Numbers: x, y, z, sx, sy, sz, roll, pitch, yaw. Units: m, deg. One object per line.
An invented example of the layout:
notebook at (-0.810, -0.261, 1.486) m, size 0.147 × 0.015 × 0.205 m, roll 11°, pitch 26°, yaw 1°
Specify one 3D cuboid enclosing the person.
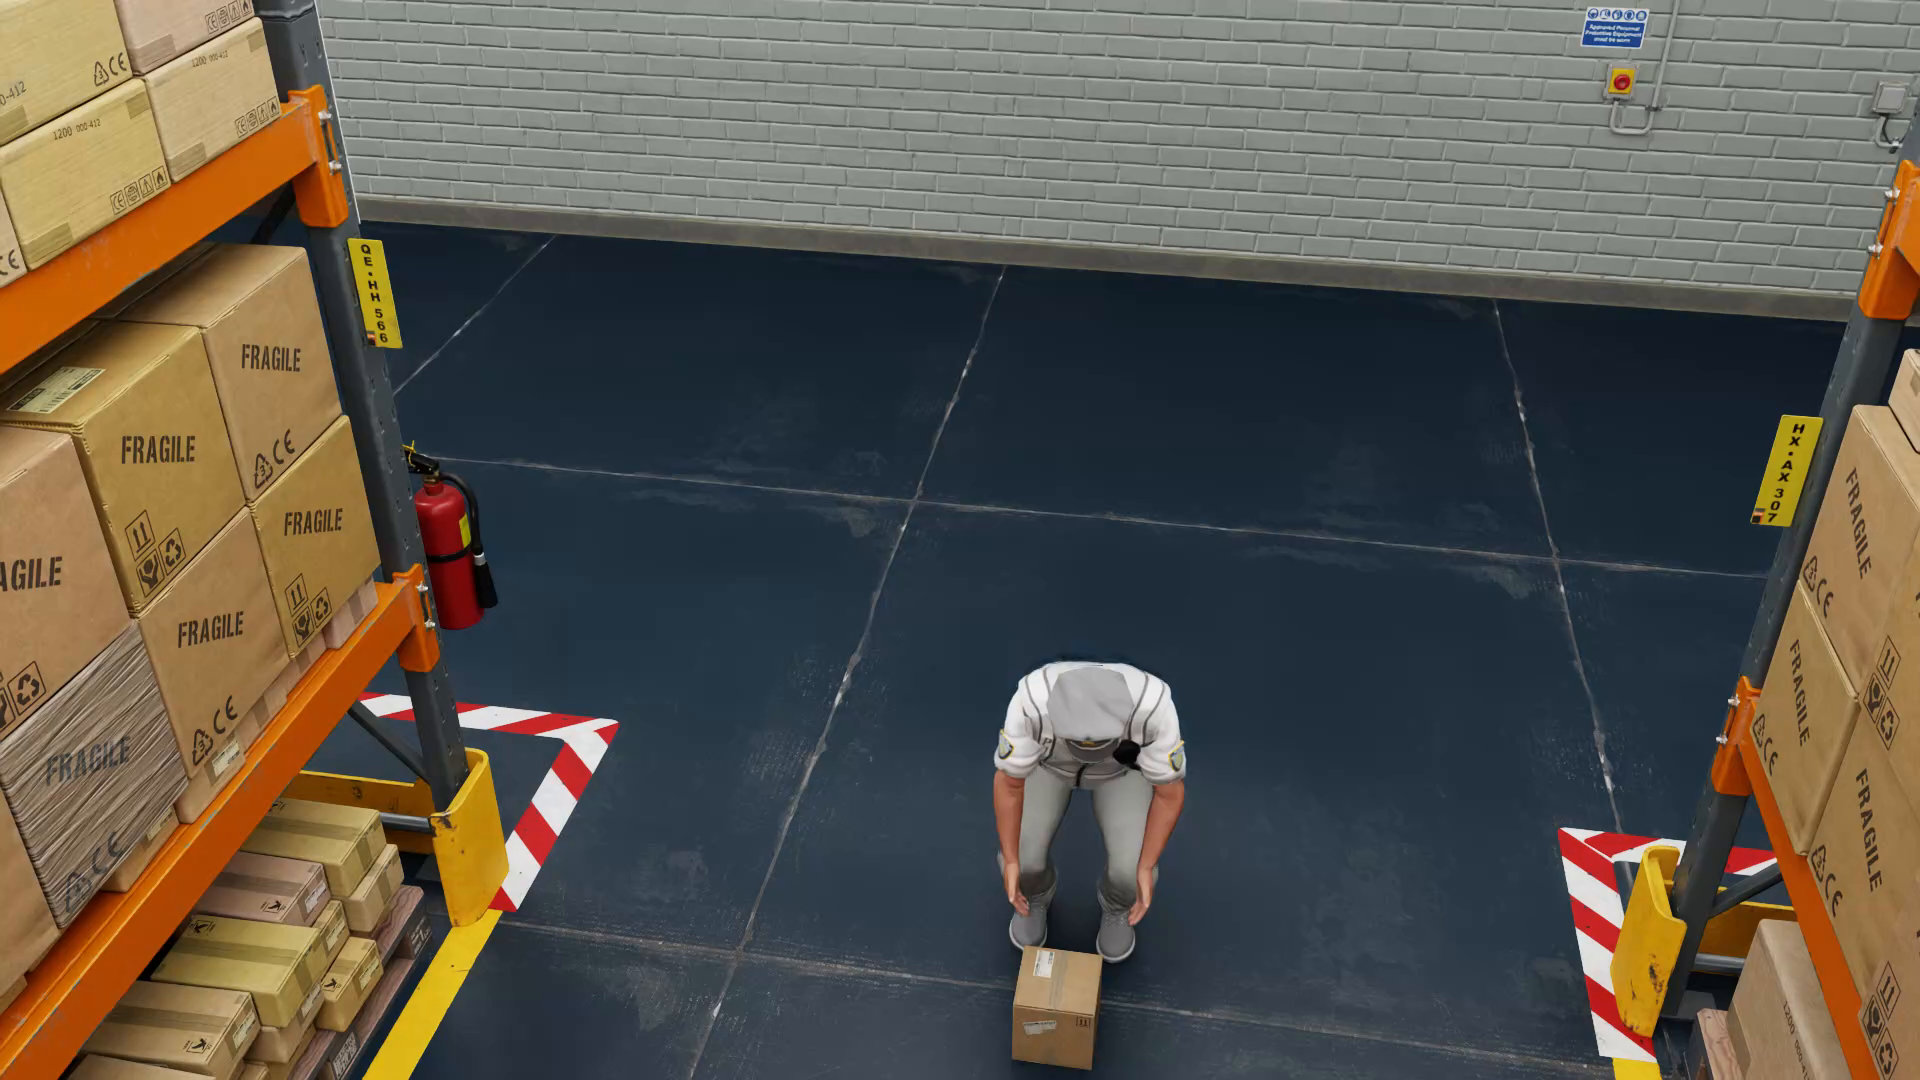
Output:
person at (0.413, 0.806, 5.260) m, size 0.588 × 1.321 × 0.855 m, roll 5°, pitch 33°, yaw 8°
